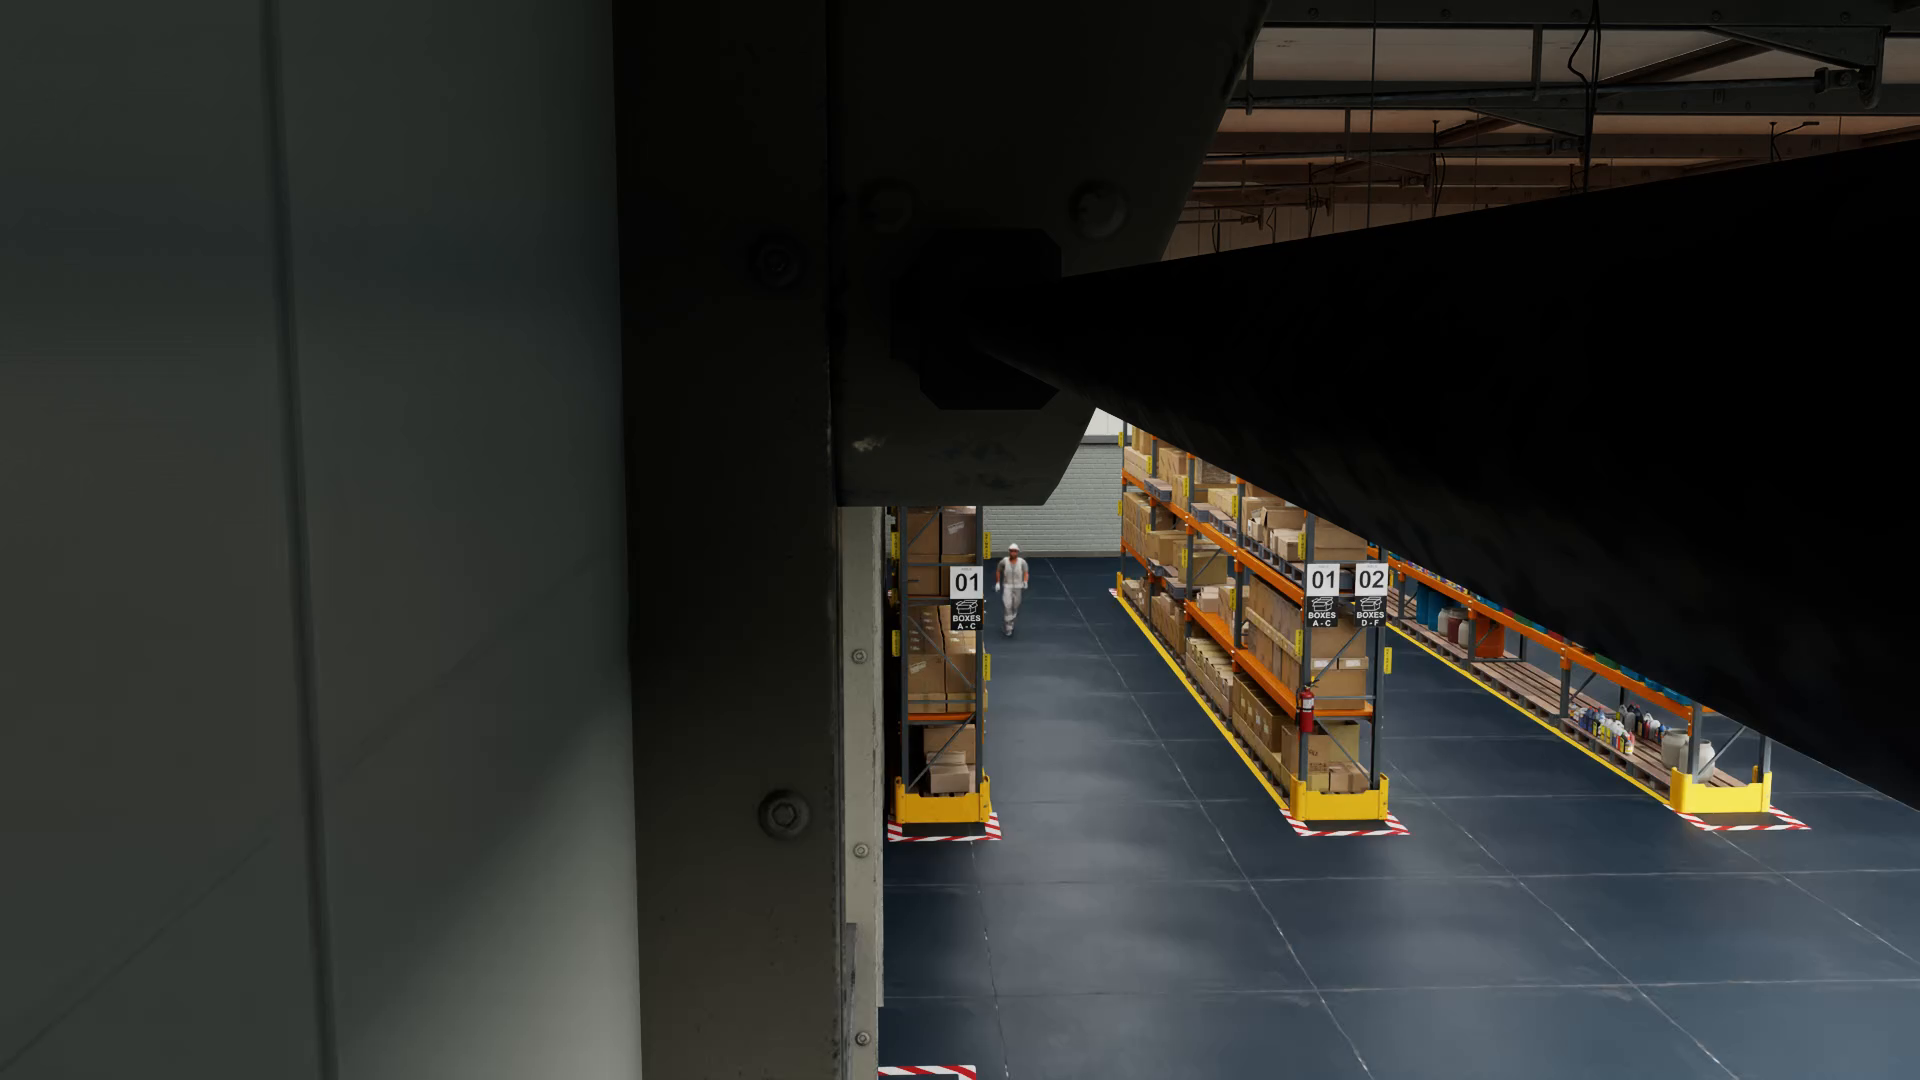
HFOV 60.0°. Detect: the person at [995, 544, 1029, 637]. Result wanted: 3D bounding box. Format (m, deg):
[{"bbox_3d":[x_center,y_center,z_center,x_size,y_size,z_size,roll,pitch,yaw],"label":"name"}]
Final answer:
[{"bbox_3d":[1.018,0.968,32.320,0.626,1.810,0.877,-1,8,-5],"label":"person"}]
